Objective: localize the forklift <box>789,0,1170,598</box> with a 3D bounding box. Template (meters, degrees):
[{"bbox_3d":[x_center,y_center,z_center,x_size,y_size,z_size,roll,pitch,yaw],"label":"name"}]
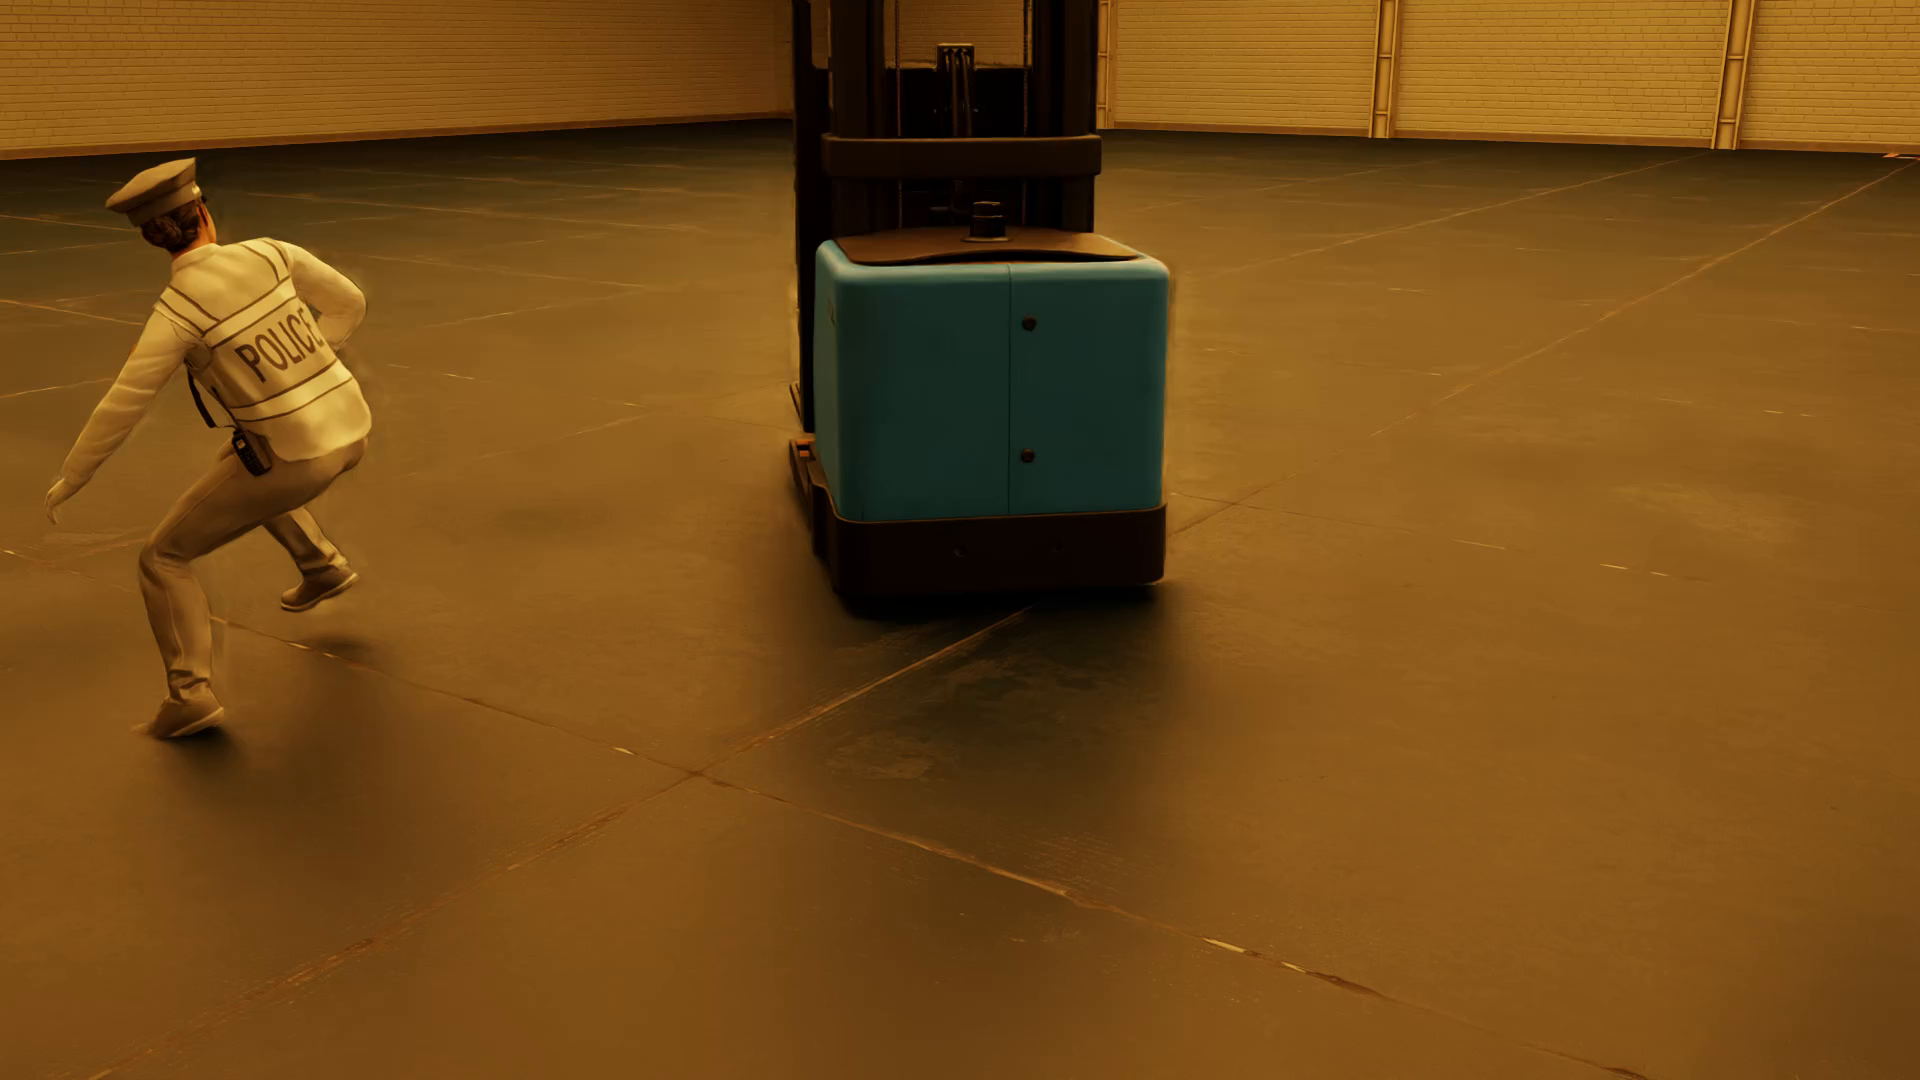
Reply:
[{"bbox_3d":[-0.092,-1.605,6.201,1.130,2.935,3.031,-3,17,-9],"label":"forklift"}]

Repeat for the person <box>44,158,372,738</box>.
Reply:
[{"bbox_3d":[-1.962,-0.265,4.439,0.653,1.468,0.839,6,18,19],"label":"person"}]
